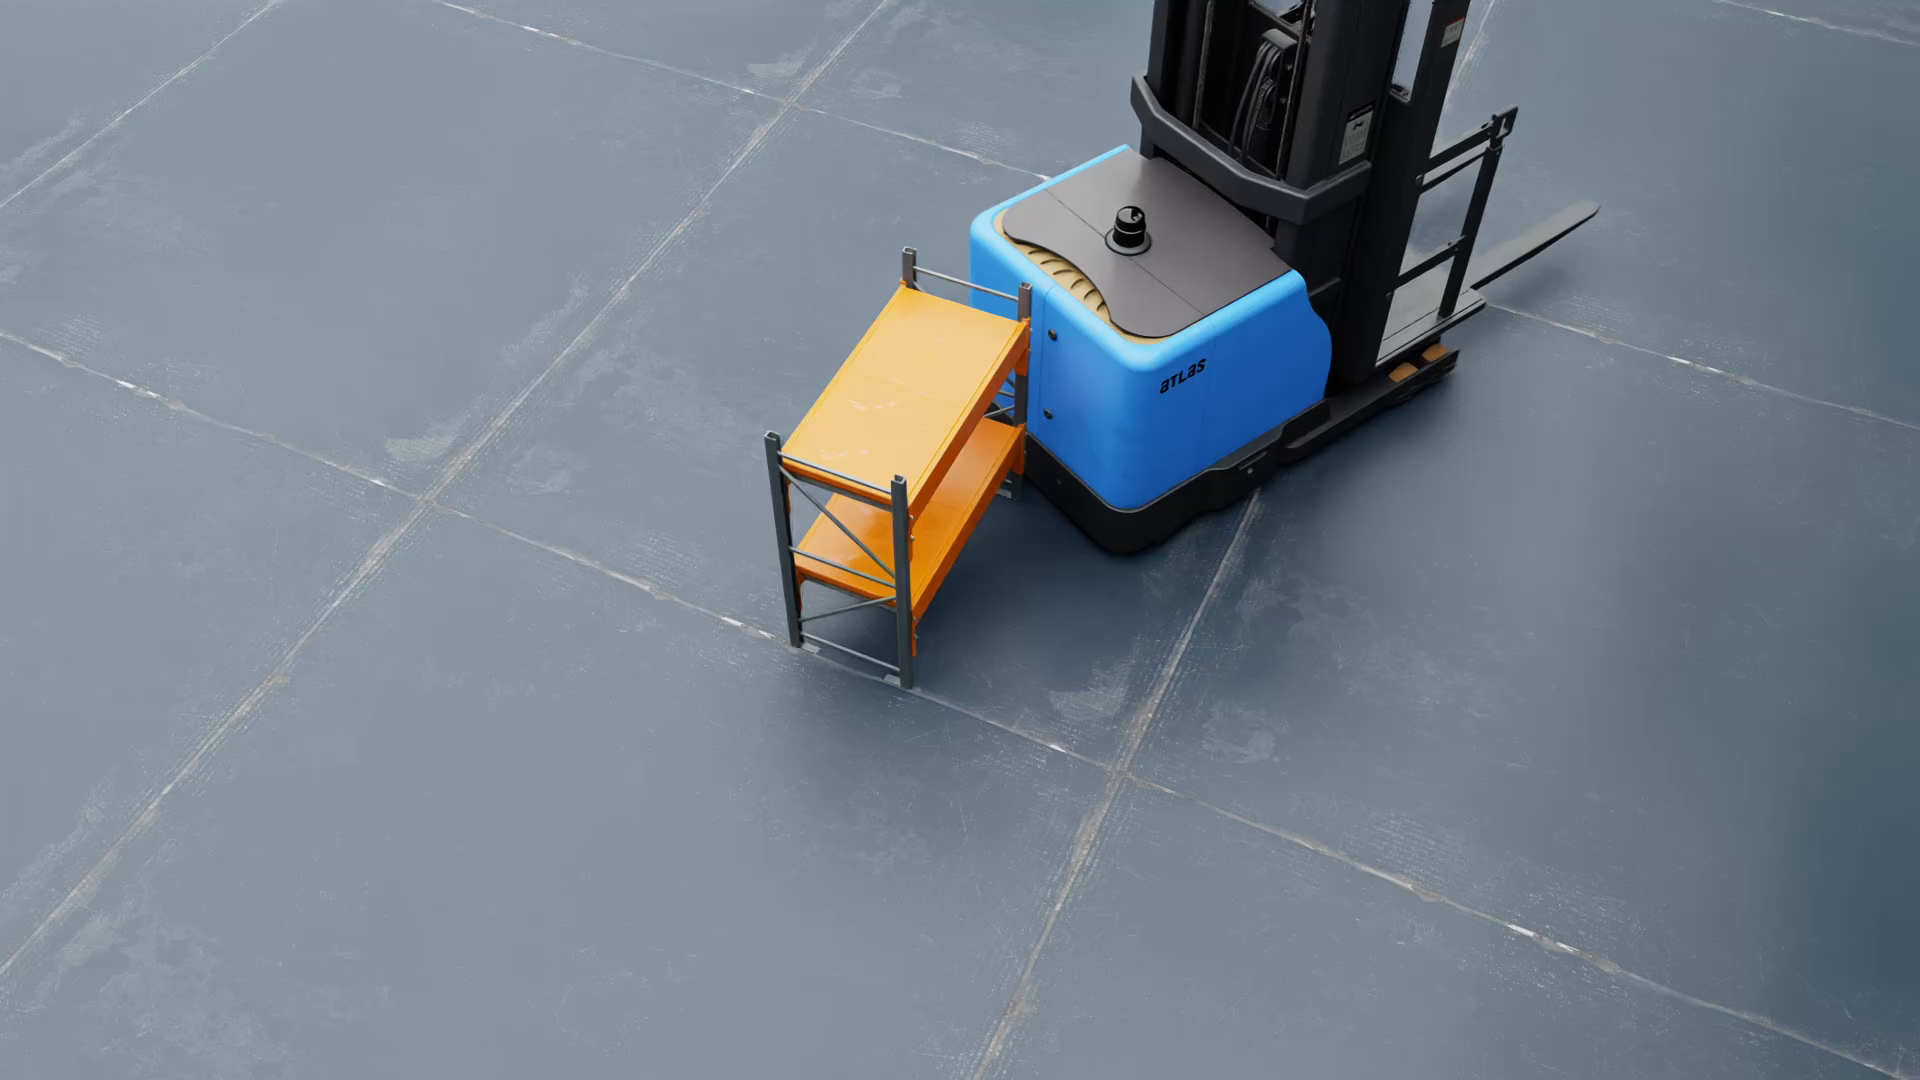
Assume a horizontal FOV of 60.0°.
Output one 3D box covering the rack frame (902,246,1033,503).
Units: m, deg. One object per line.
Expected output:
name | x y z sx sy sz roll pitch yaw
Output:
rack frame | 0.024 -0.605 6.341 0.500 1.125 0.032 19 52 16

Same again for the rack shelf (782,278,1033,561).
rack shelf | -0.189 -0.443 5.819 0.538 0.278 1.000 19 52 16

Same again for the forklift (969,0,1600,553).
forklift | 1.503 -1.832 6.199 3.031 2.935 1.130 -30 56 -23

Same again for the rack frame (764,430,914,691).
rack frame | -0.402 0.098 5.743 0.500 1.125 0.032 19 52 16

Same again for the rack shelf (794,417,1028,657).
rack shelf | -0.189 -0.095 6.228 0.538 0.278 1.000 19 52 16

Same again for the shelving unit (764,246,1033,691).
shelving unit | -0.189 -0.253 6.042 0.538 1.125 1.048 19 52 16
